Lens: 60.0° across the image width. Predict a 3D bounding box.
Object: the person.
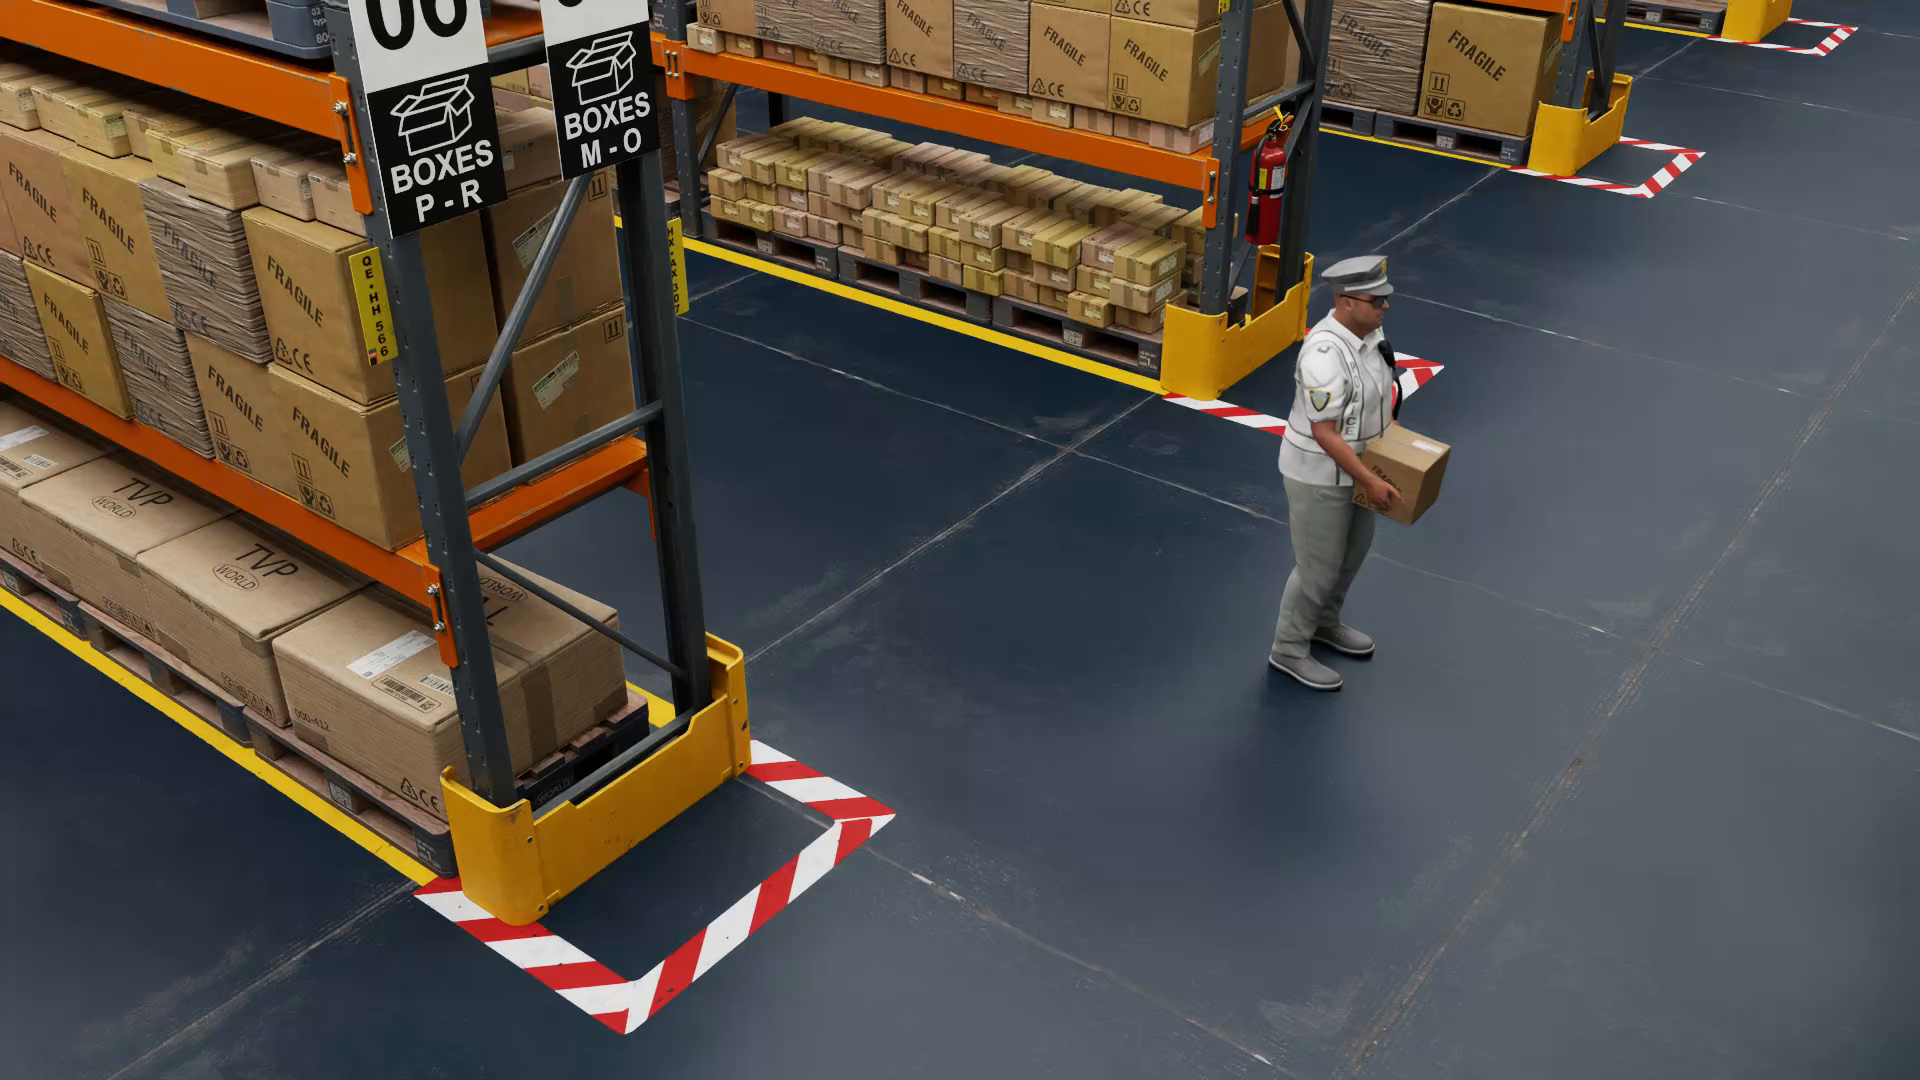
[{"bbox_3d":[1.545,-0.268,6.550,0.536,1.774,0.524,21,37,31],"label":"person"}]
